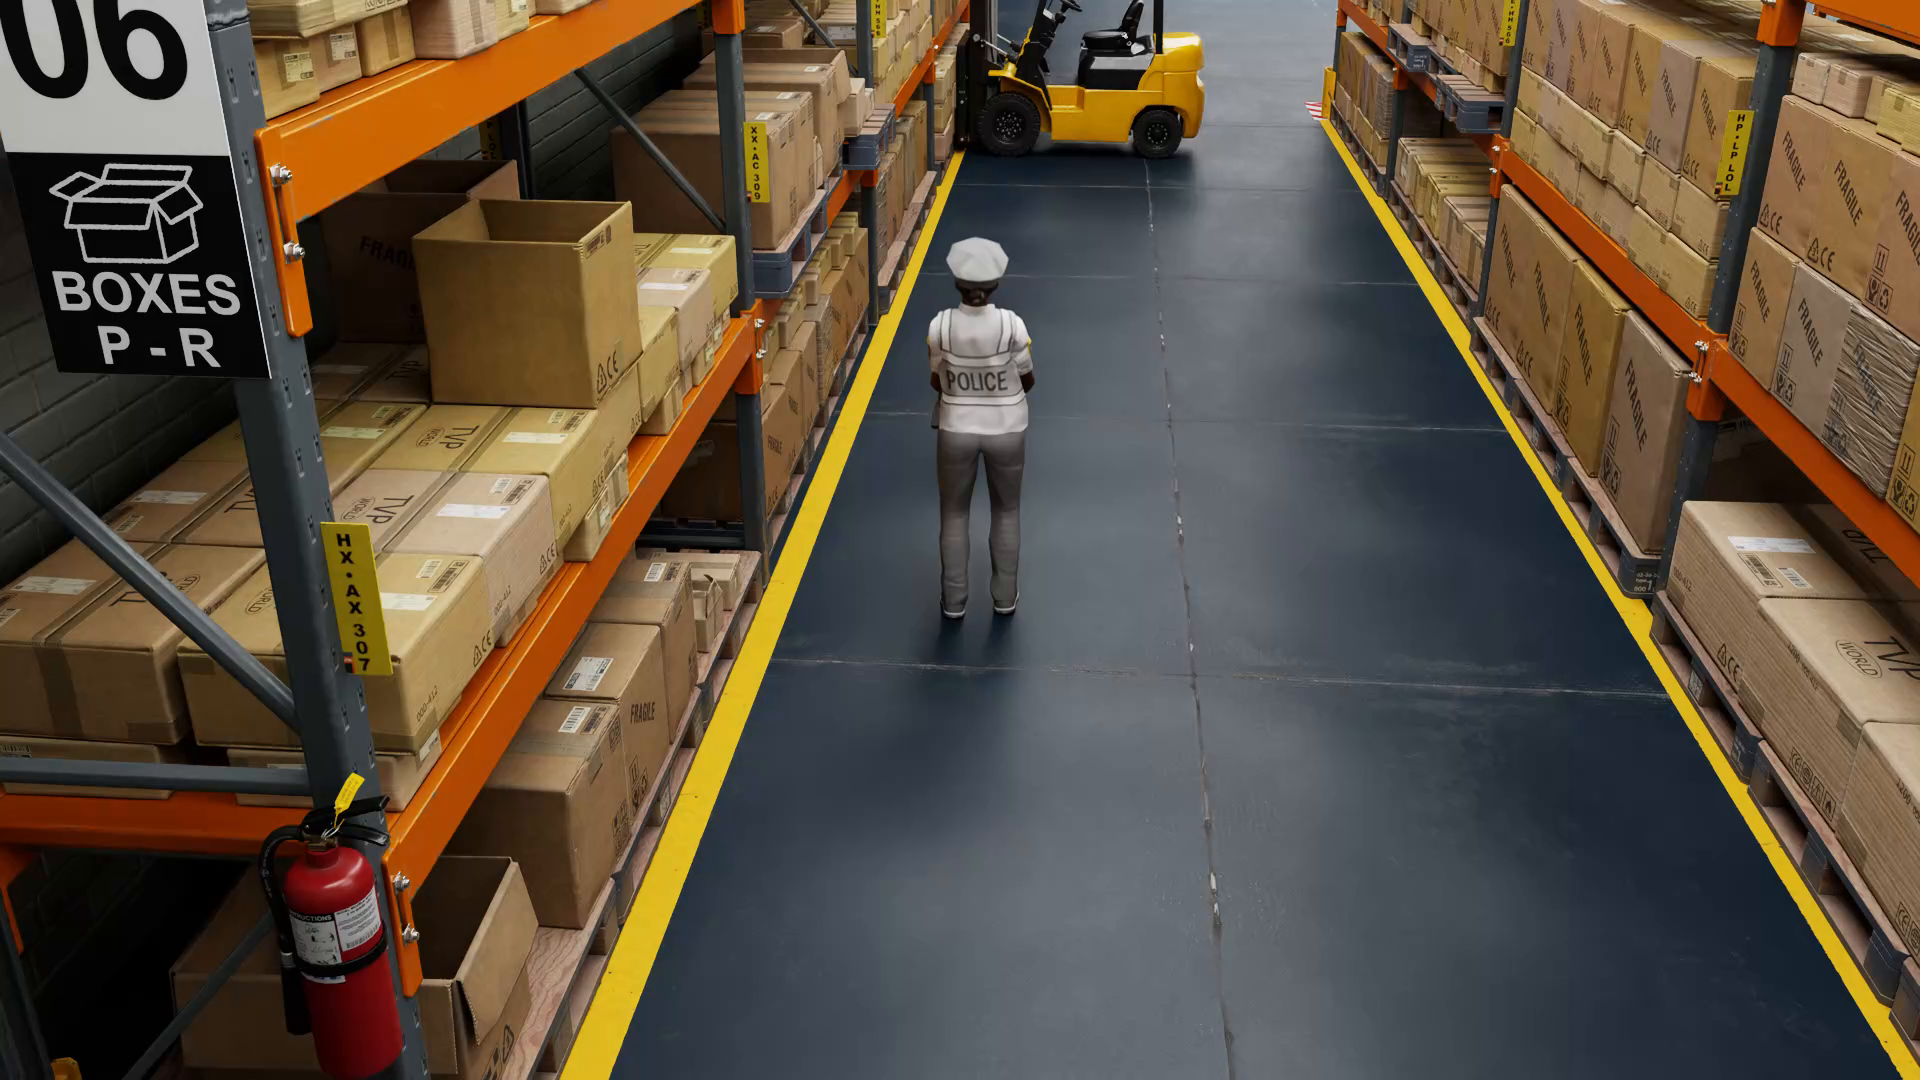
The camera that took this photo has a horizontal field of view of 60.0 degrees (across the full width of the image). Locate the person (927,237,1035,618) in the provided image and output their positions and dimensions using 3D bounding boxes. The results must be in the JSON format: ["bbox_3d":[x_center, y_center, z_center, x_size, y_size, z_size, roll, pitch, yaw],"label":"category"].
[{"bbox_3d":[0.094,-0.481,7.130,0.451,1.682,0.535,1,25,3],"label":"person"}]
